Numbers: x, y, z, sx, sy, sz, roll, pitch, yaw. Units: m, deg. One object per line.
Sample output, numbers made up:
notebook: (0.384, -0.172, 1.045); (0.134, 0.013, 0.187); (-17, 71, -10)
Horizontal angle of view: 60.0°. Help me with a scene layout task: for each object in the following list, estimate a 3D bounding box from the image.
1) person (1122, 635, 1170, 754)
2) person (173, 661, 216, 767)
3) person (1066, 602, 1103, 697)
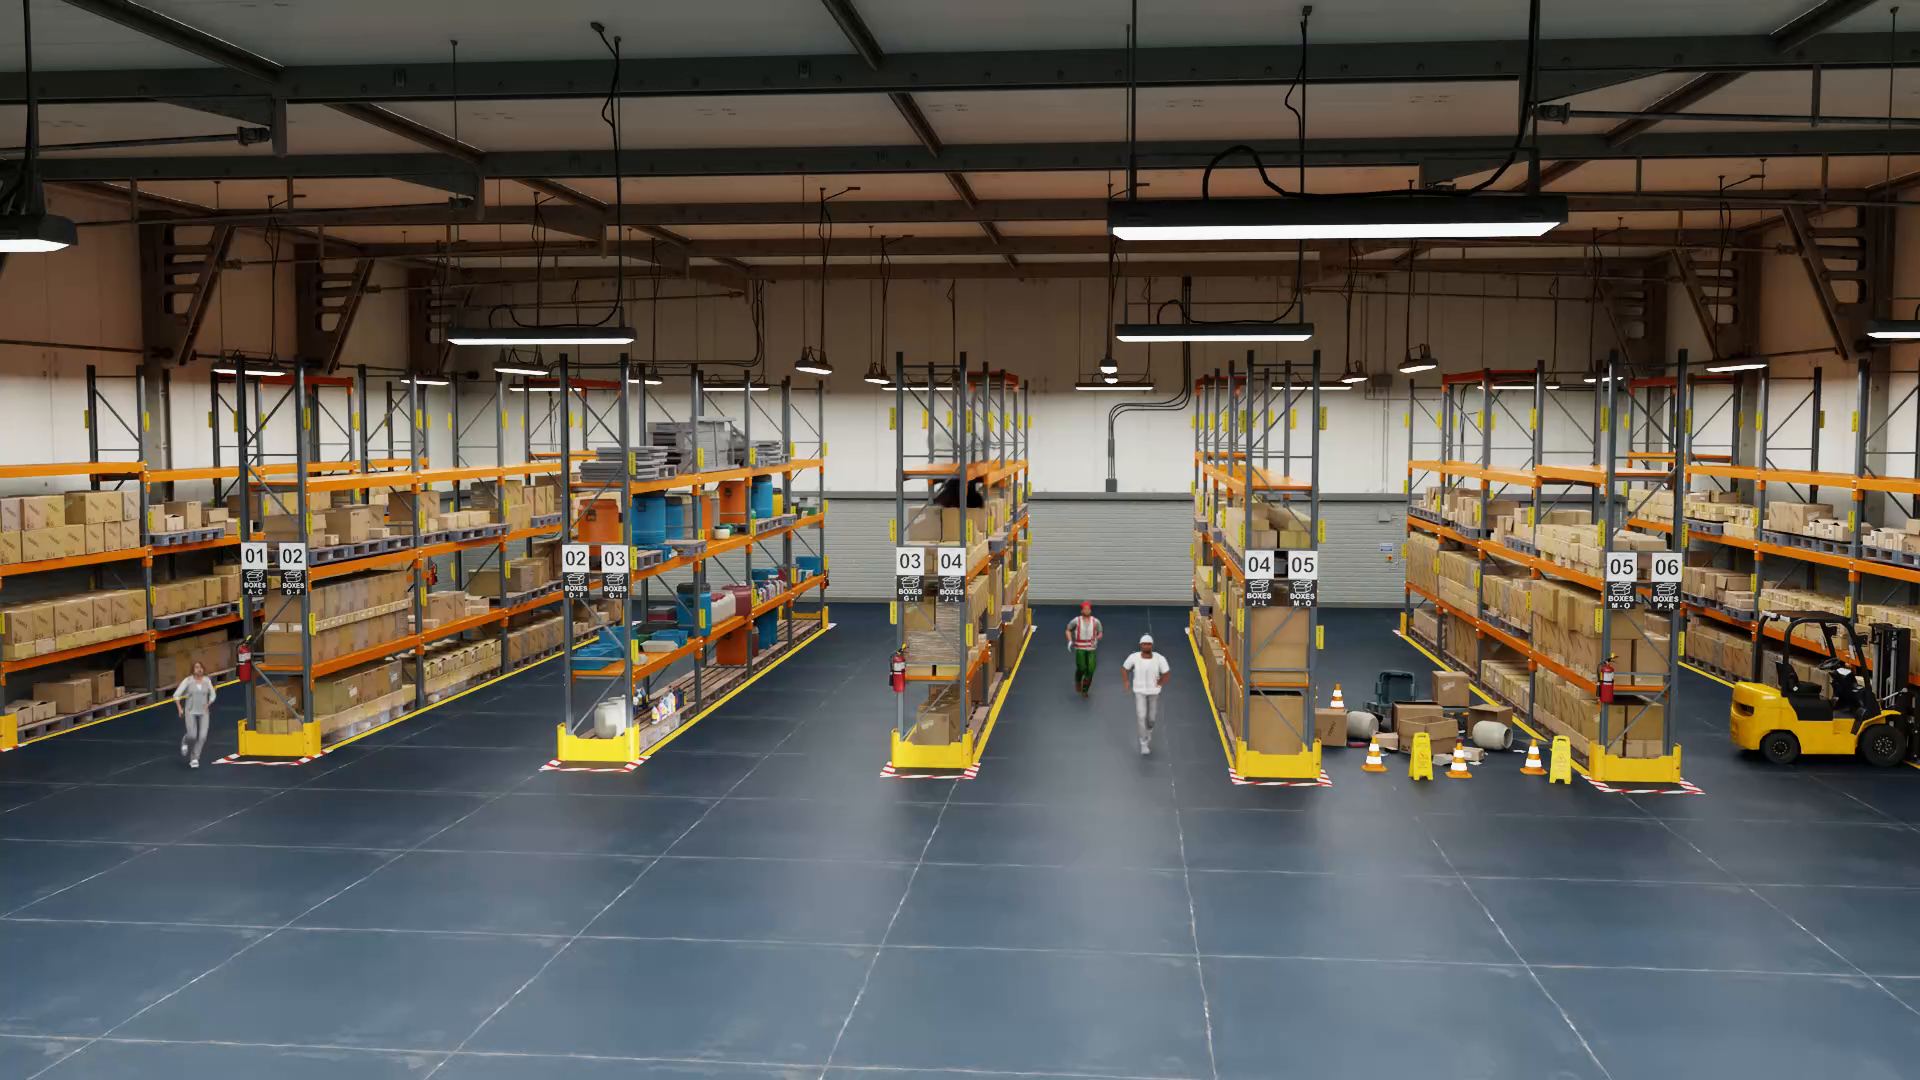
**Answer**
person: (2.829, 2.312, 25.272); (0.723, 1.751, 0.959); (0, 4, 1)
person: (-11.102, 2.518, 24.186); (0.554, 1.528, 0.522); (-4, 5, -41)
person: (2.281, 1.988, 30.080); (0.650, 1.740, 0.577); (0, 4, -7)
